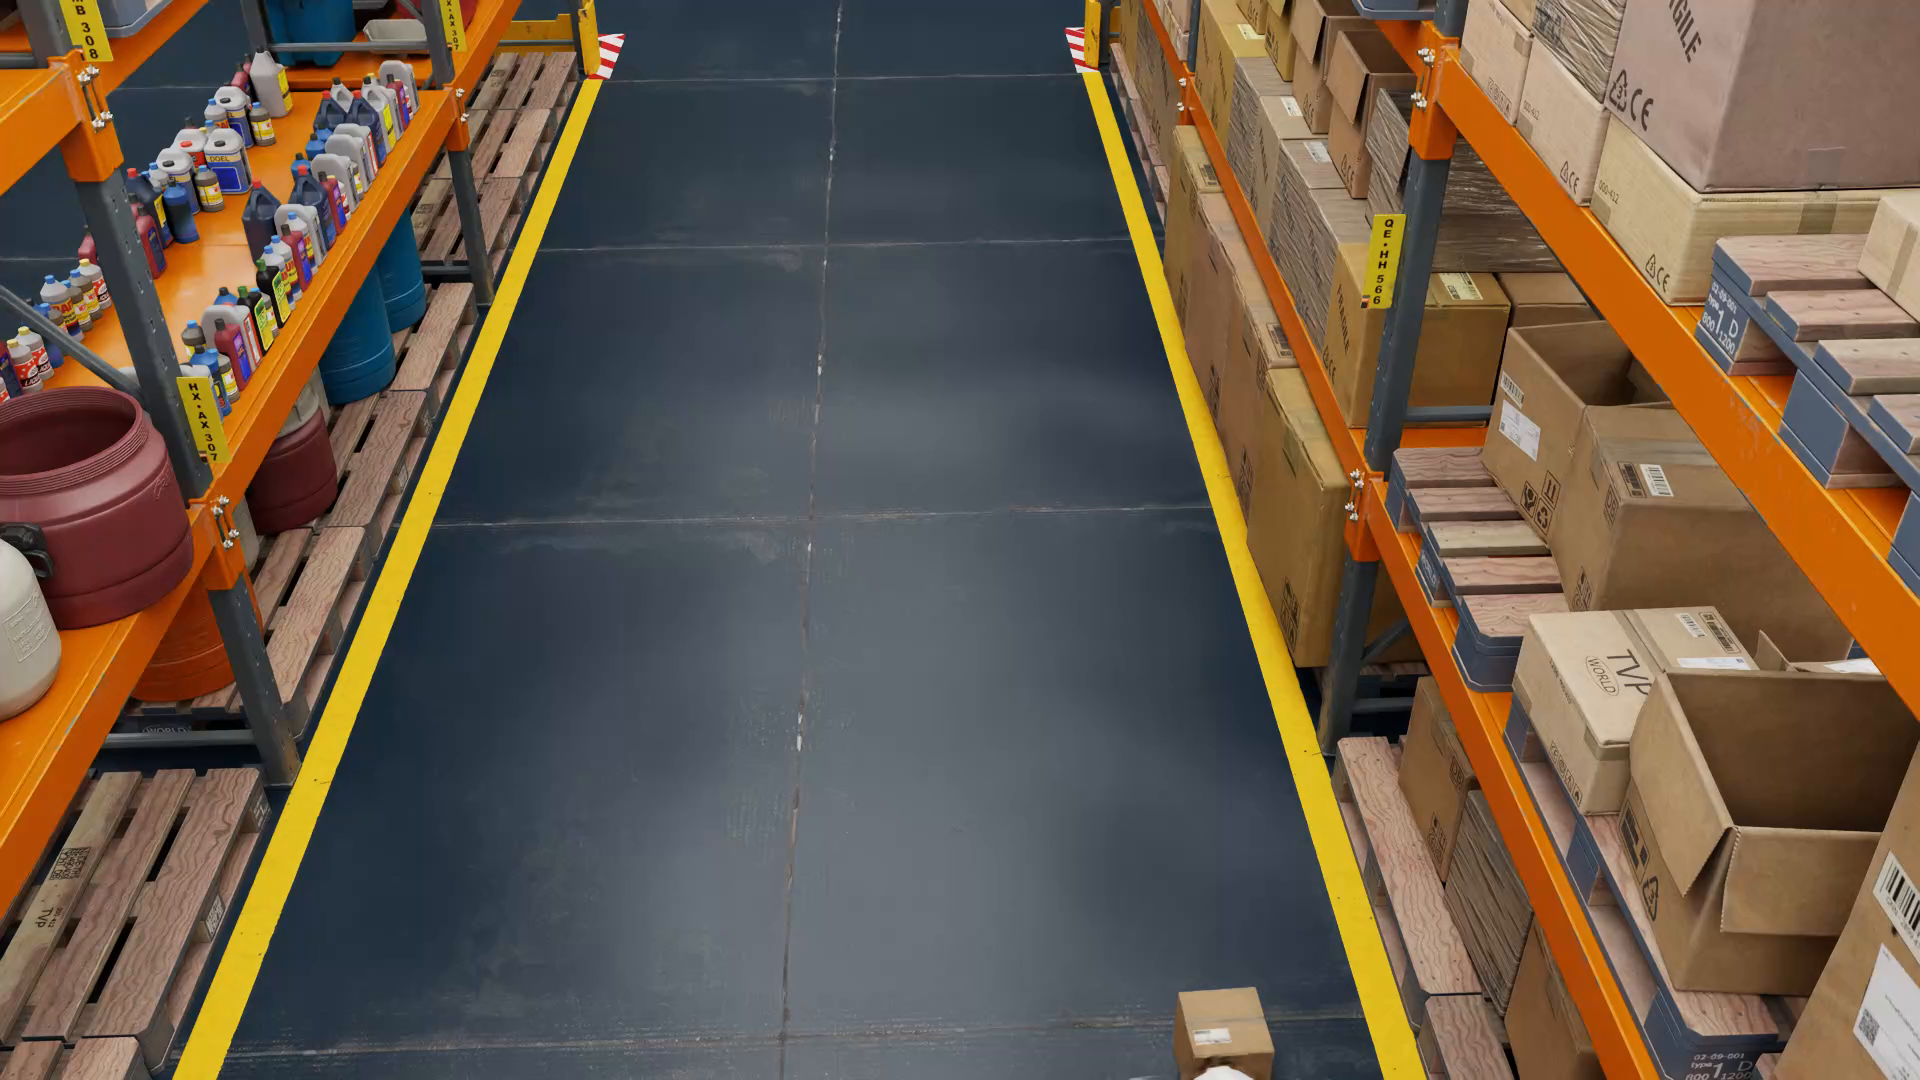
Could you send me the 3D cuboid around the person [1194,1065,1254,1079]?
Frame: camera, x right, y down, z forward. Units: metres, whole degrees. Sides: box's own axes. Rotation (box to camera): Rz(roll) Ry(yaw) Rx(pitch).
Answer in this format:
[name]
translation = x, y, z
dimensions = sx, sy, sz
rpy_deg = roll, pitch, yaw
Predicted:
[person]
translation = 0.540, 1.727, 3.636
dimensions = 0.566, 1.765, 0.794
rpy_deg = 2, 35, 2
